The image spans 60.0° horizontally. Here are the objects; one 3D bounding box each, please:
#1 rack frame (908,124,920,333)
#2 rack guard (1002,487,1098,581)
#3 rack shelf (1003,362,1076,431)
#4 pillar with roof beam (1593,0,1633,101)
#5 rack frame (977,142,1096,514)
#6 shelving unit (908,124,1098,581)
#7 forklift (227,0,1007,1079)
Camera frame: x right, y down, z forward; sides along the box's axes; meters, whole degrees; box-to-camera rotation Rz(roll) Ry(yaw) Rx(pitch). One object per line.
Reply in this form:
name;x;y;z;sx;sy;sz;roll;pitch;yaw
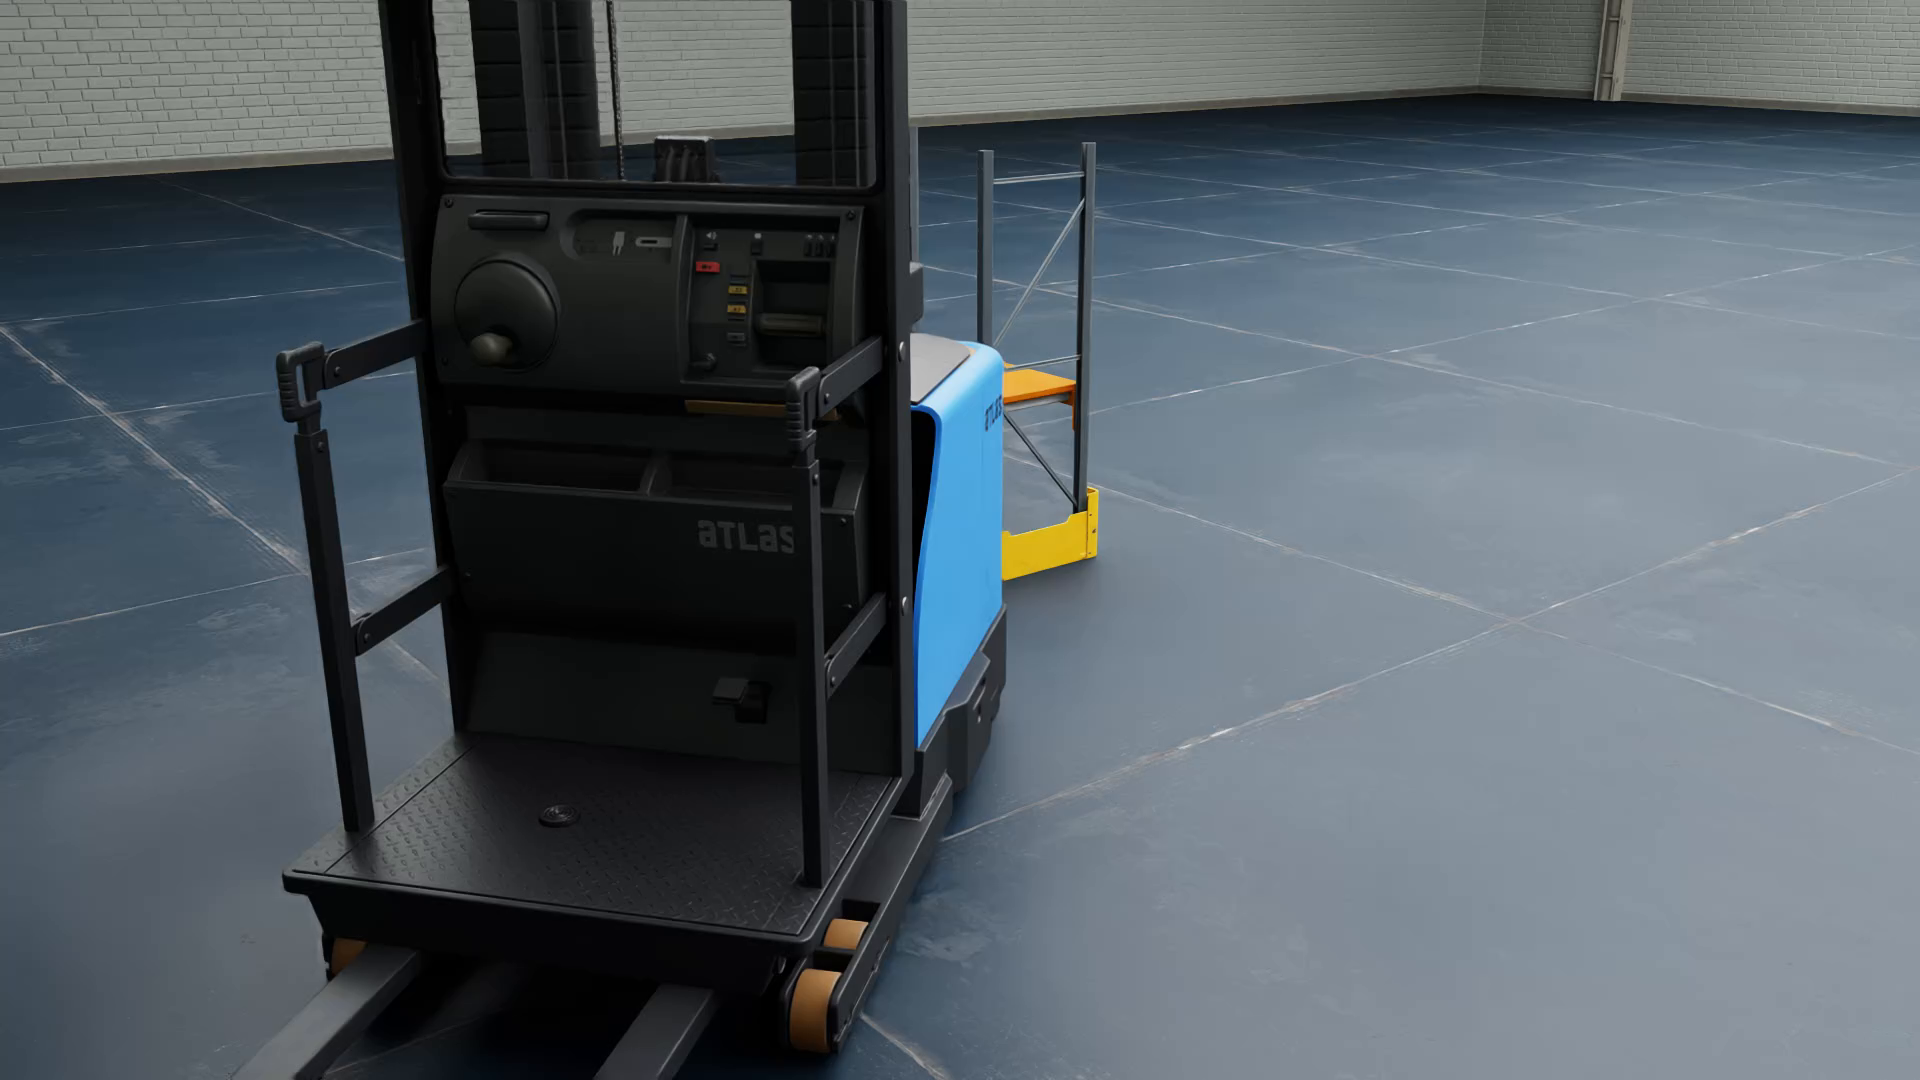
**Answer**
rack frame;-0.369;-0.858;6.569;0.500;1.500;0.032;-14;23;-36
rack guard;0.262;-0.015;6.009;0.587;0.250;0.087;-14;23;-36
rack shelf;-0.053;-0.562;6.247;0.538;0.185;1.000;-14;23;-36
pillar with roof beam;8.903;-11.772;27.597;9.100;9.000;0.400;-14;23;-36
rack frame;0.263;-0.608;5.812;0.500;1.500;0.032;-14;23;-36
shelving unit;-0.047;-0.731;6.183;0.587;1.500;1.083;-14;23;-36
forklift;-0.698;-0.505;3.224;1.130;2.935;3.031;4;19;12
